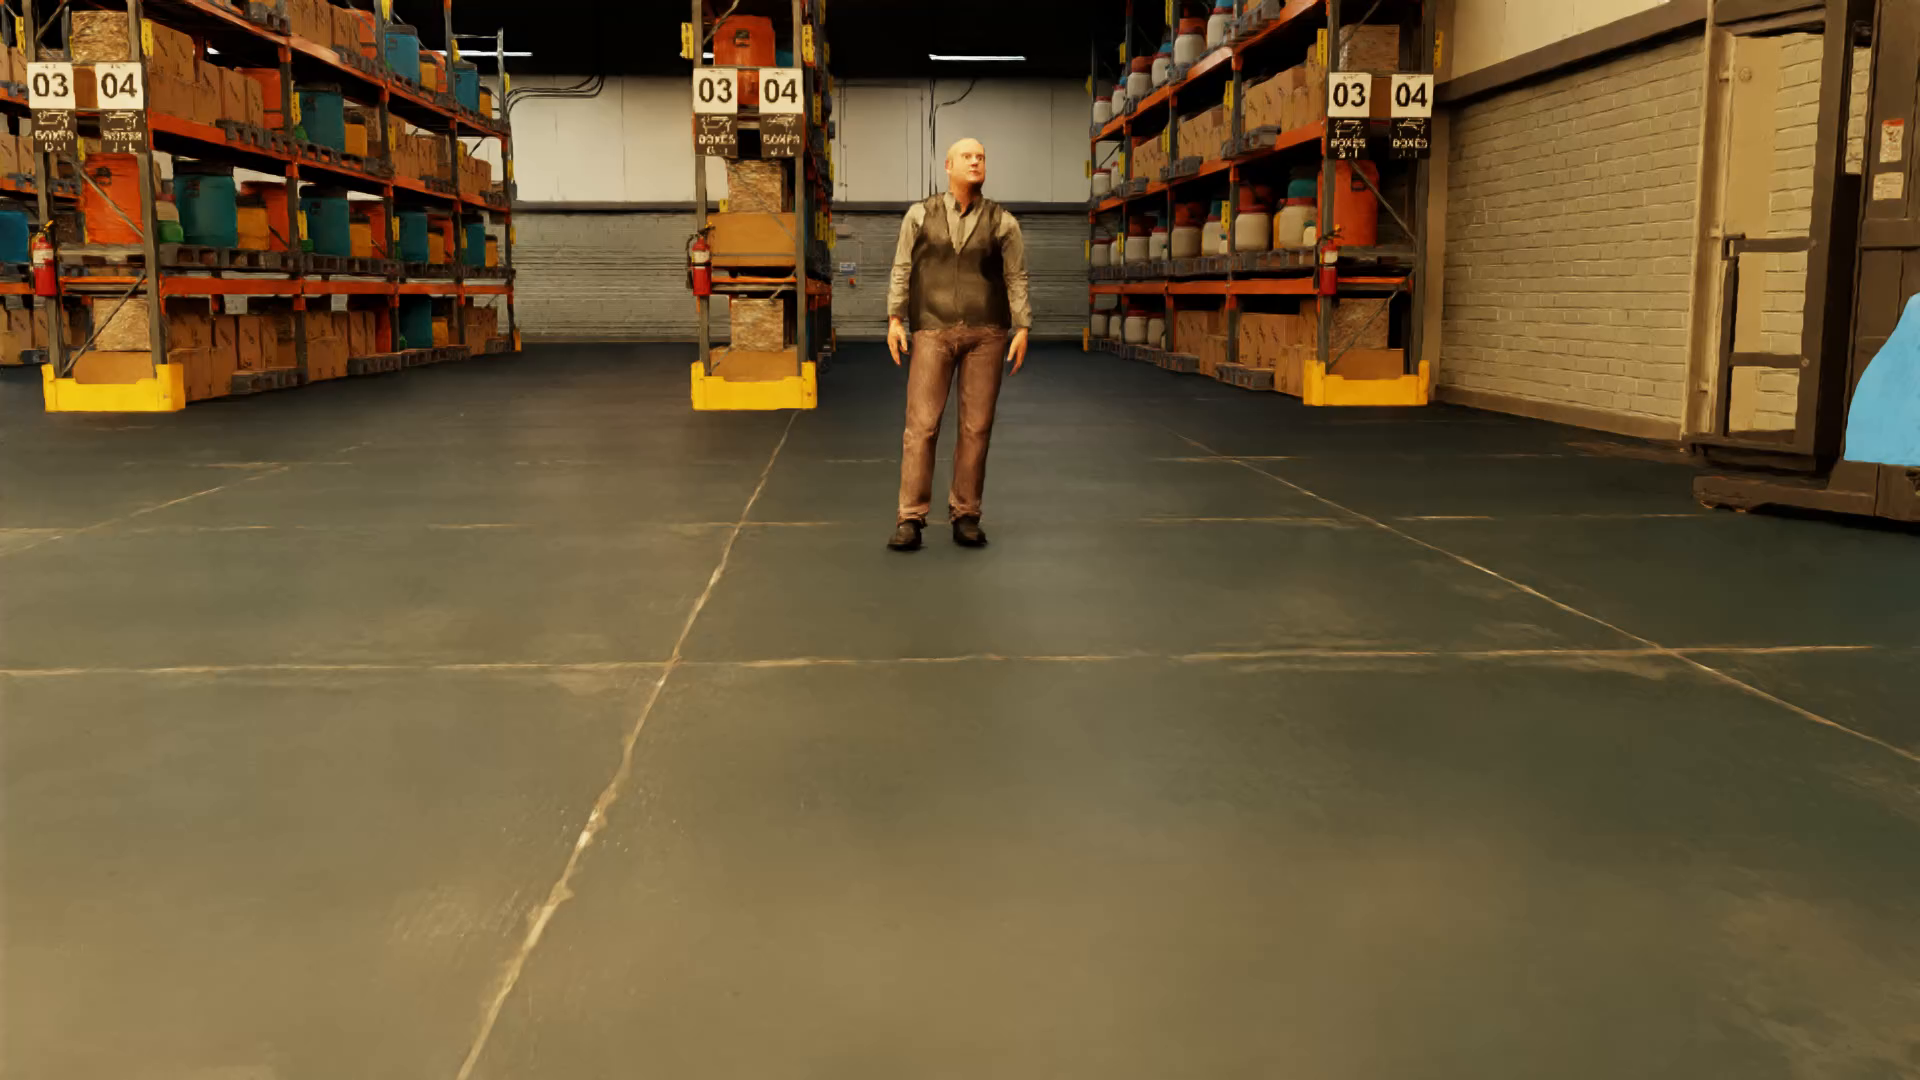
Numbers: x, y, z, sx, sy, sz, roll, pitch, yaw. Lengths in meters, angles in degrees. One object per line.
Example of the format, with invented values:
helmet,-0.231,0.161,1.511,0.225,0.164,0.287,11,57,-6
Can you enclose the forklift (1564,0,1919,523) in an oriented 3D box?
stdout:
forklift,4.381,-1.605,8.143,1.130,2.935,3.031,-4,9,-23

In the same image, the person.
person,-0.004,-0.849,7.120,0.632,1.720,0.567,-1,8,-4
